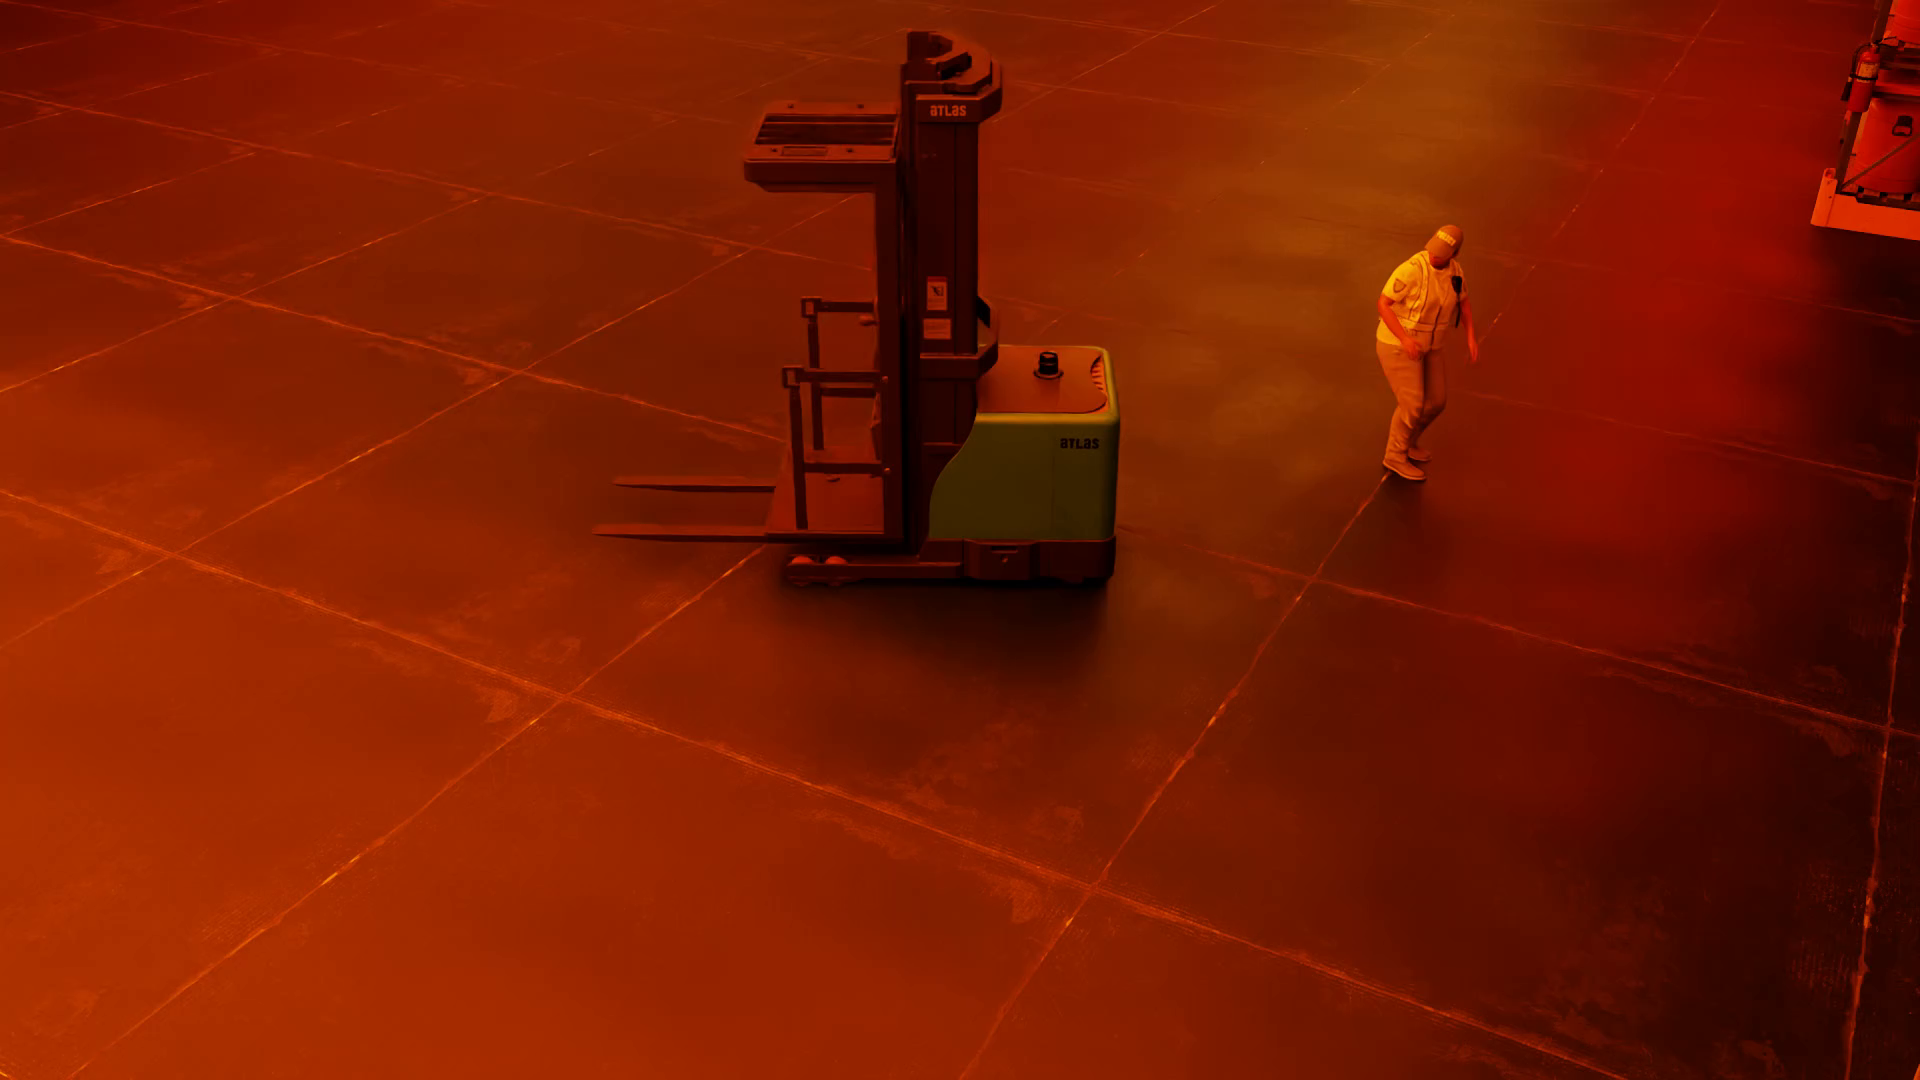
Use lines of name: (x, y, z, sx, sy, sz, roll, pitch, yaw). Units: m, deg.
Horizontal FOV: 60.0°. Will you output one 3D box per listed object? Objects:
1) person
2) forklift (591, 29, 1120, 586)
person: (2.942, -1.216, 10.510, 0.691, 1.623, 0.521, -18, 34, -28)
forklift: (-0.618, -1.268, 9.268, 3.031, 2.935, 1.130, 1, 30, 1)
